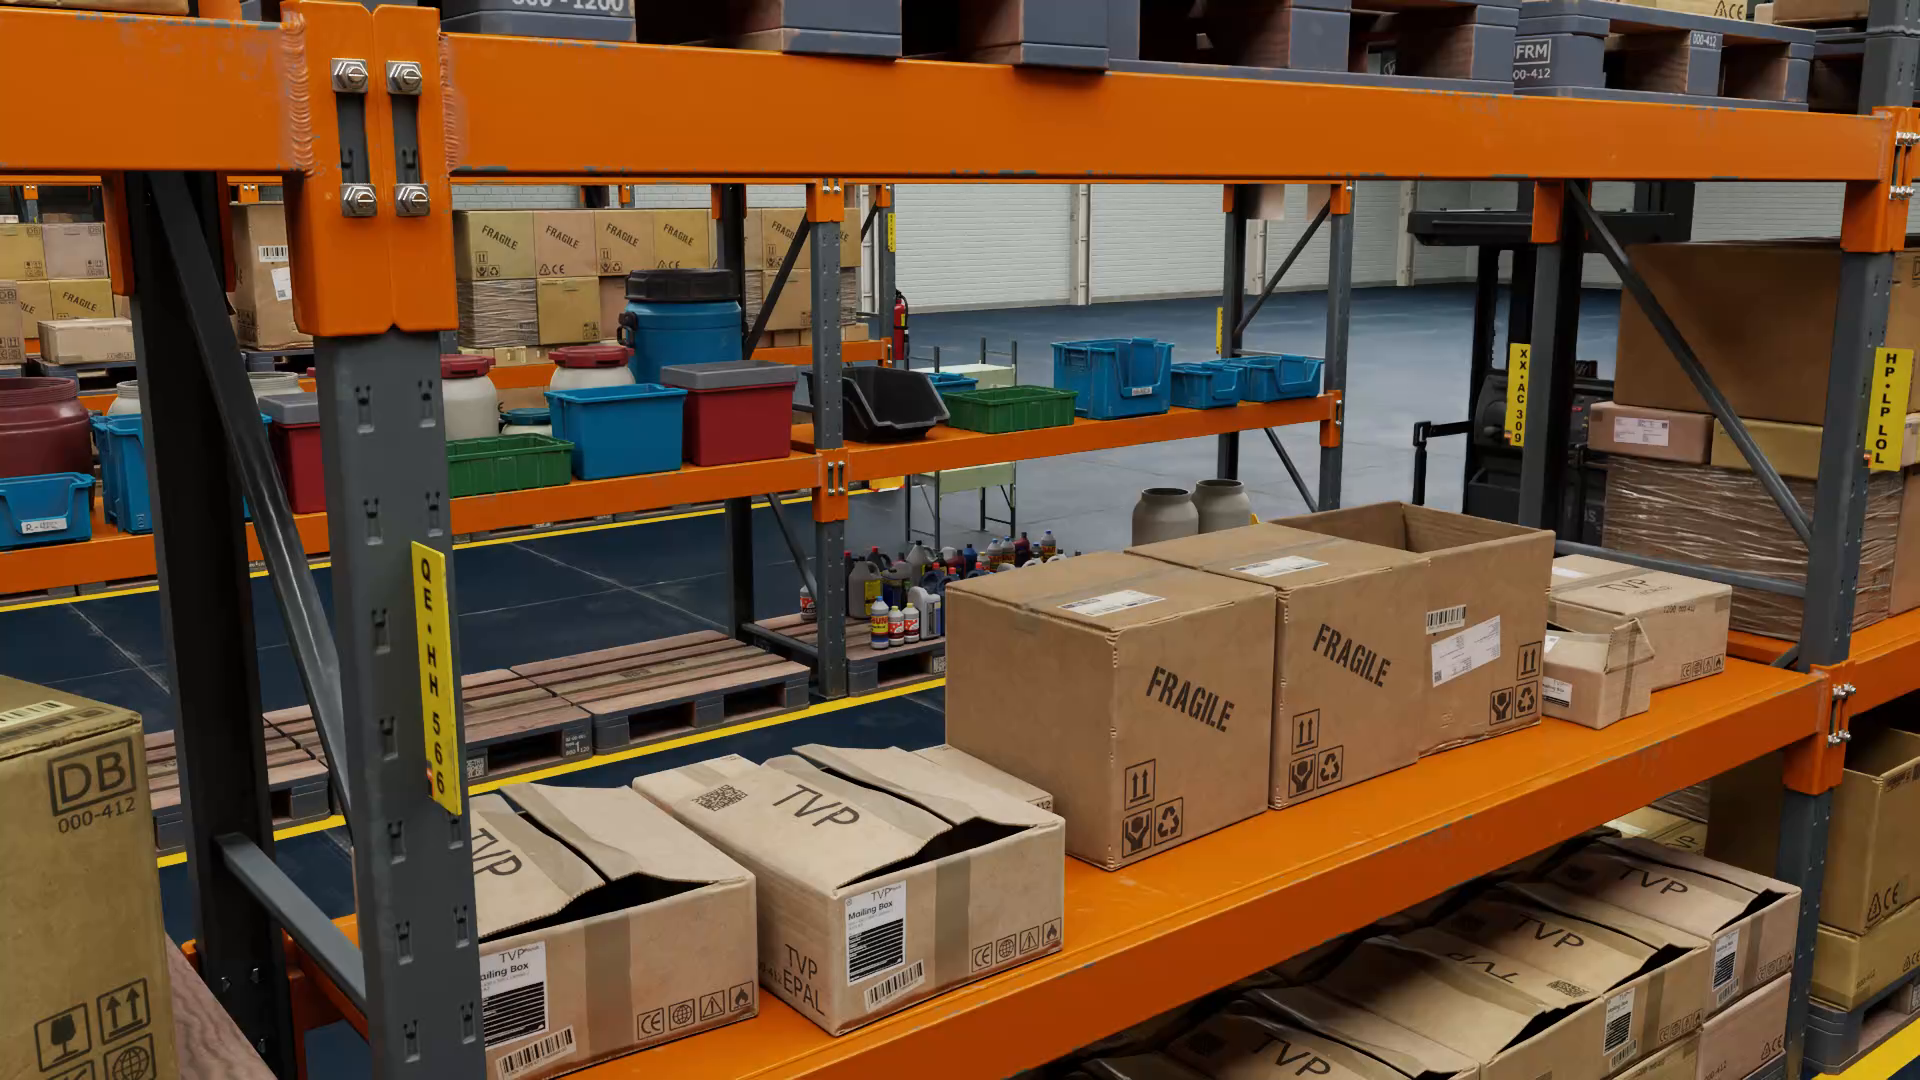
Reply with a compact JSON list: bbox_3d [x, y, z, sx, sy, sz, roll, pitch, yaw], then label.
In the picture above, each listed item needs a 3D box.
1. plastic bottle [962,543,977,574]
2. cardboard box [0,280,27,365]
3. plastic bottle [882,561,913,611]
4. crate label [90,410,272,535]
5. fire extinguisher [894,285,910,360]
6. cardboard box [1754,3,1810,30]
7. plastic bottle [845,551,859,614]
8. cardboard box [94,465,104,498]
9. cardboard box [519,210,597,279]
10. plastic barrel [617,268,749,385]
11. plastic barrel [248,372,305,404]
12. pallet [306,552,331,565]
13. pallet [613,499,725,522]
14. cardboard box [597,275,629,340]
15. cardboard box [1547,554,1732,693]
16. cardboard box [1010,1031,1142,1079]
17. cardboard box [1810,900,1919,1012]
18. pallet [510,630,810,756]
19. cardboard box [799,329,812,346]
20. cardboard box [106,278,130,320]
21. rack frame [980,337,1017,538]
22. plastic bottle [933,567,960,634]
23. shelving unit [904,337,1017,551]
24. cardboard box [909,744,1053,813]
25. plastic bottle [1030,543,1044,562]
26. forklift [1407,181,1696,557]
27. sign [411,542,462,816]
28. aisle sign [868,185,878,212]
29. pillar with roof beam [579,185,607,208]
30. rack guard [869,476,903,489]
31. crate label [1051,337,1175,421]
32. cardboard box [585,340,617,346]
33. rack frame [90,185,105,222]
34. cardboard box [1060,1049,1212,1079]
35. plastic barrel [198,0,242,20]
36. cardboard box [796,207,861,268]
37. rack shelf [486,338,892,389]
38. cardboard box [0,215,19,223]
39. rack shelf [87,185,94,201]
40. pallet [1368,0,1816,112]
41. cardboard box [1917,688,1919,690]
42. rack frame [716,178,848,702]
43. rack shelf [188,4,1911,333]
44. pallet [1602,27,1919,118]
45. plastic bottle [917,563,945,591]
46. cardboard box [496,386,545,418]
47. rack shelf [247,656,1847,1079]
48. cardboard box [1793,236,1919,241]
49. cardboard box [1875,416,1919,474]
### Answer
[{"bbox_3d":[0.058,0.155,10.187,0.097,0.271,0.097,0,12,0],"label":"plastic bottle"},{"bbox_3d":[-6.399,-1.418,10.832,0.500,0.500,0.700,-7,14,-29],"label":"cardboard box"},{"bbox_3d":[-0.366,0.269,9.640,0.135,0.276,0.152,-9,15,-38],"label":"plastic bottle"},{"bbox_3d":[-3.130,-0.297,6.722,0.616,0.435,0.502,-9,15,-38],"label":"crate label"},{"bbox_3d":[-0.545,-1.939,14.723,0.183,0.674,0.296,-9,15,-38],"label":"fire extinguisher"},{"bbox_3d":[2.911,-1.729,5.586,0.250,0.149,0.380,-9,15,-38],"label":"cardboard box"},{"bbox_3d":[-0.629,0.236,9.612,0.185,0.351,0.144,-10,16,-39],"label":"plastic bottle"},{"bbox_3d":[-5.795,-0.230,11.447,0.500,0.500,0.700,-8,14,-33],"label":"cardboard box"},{"bbox_3d":[-3.146,-2.283,12.795,0.500,0.500,0.500,-9,15,-38],"label":"cardboard box"},{"bbox_3d":[-1.442,-0.958,8.713,0.708,0.901,0.600,-9,15,-38],"label":"plastic barrel"},{"bbox_3d":[-3.076,-0.472,7.363,0.421,0.512,0.421,0,12,0],"label":"plastic barrel"},{"bbox_3d":[-4.653,-0.052,12.365,1.213,0.211,1.003,-9,15,-38],"label":"pallet"},{"bbox_3d":[-2.590,-0.405,14.029,1.213,0.211,1.003,-9,15,-38],"label":"pallet"},{"bbox_3d":[-2.916,-1.900,13.400,0.500,0.500,0.875,-9,15,-38],"label":"cardboard box"},{"bbox_3d":[1.783,0.234,4.665,0.500,0.250,0.500,-8,15,-34],"label":"cardboard box"},{"bbox_3d":[0.070,1.233,3.860,0.500,0.311,0.500,-10,15,-38],"label":"cardboard box"},{"bbox_3d":[2.692,1.219,5.277,0.500,0.250,0.500,-9,15,-38],"label":"cardboard box"},{"bbox_3d":[-1.540,0.758,8.549,1.213,0.211,1.003,-9,15,-38],"label":"pallet"},{"bbox_3d":[-1.374,-1.770,14.347,0.250,0.149,0.380,-9,15,-38],"label":"cardboard box"},{"bbox_3d":[-7.700,-2.207,15.561,0.500,0.500,0.500,-10,15,-38],"label":"cardboard box"},{"bbox_3d":[0.291,-0.782,12.701,0.023,1.500,0.400,-9,15,-38],"label":"rack frame"},{"bbox_3d":[-0.062,0.329,9.175,0.185,0.351,0.144,-9,15,-36],"label":"plastic bottle"},{"bbox_3d":[0.005,-0.735,12.477,0.755,1.500,0.431,-9,15,-38],"label":"shelving unit"},{"bbox_3d":[-0.023,0.557,3.388,0.250,0.149,0.380,-8,14,-34],"label":"cardboard box"},{"bbox_3d":[0.481,0.119,10.525,0.097,0.201,0.097,0,12,0],"label":"plastic bottle"},{"bbox_3d":[3.052,-0.703,8.885,3.031,2.935,1.130,-9,15,-36],"label":"forklift"},{"bbox_3d":[-0.637,0.168,2.018,0.005,0.325,0.100,-9,15,-38],"label":"sign"},{"bbox_3d":[-0.686,-3.267,14.536,0.004,0.787,0.394,-9,15,-38],"label":"aisle sign"},{"bbox_3d":[-3.949,-7.519,26.374,0.400,9.000,9.100,-9,15,-38],"label":"pillar with roof beam"},{"bbox_3d":[-0.981,-0.804,15.210,0.348,0.500,1.175,-9,15,-38],"label":"rack guard"},{"bbox_3d":[0.904,-0.968,9.879,0.616,0.435,0.502,-9,15,-38],"label":"crate label"},{"bbox_3d":[-2.898,-1.500,13.078,0.250,0.149,0.380,-9,15,-38],"label":"cardboard box"},{"bbox_3d":[-10.236,-3.125,20.122,0.127,3.000,1.000,-9,15,-38],"label":"rack frame"},{"bbox_3d":[0.414,1.319,3.456,0.500,0.311,0.500,-10,16,-39],"label":"cardboard box"},{"bbox_3d":[-2.787,-2.028,6.705,0.708,0.830,0.600,-9,15,-38],"label":"plastic barrel"},{"bbox_3d":[-1.197,-2.608,14.327,0.500,0.500,0.500,-9,15,-38],"label":"cardboard box"},{"bbox_3d":[-2.484,-1.425,13.849,4.000,0.370,1.077,-9,15,-38],"label":"rack shelf"},{"bbox_3d":[-10.986,-3.654,19.084,0.250,0.149,0.380,-10,16,-39],"label":"cardboard box"},{"bbox_3d":[-11.798,-3.980,18.663,4.000,0.370,1.077,-9,15,-38],"label":"rack shelf"},{"bbox_3d":[1.460,-1.167,4.143,1.217,0.209,0.805,-10,16,-40],"label":"pallet"},{"bbox_3d":[3.479,0.724,5.803,0.500,0.500,0.500,-9,15,-38],"label":"cardboard box"},{"bbox_3d":[-0.951,-0.714,8.769,0.127,3.000,1.000,-9,15,-38],"label":"rack frame"},{"bbox_3d":[0.578,-0.766,3.525,4.000,0.370,1.077,-9,15,-38],"label":"rack shelf"},{"bbox_3d":[2.790,-1.449,5.222,1.213,0.211,1.003,-9,15,-38],"label":"pallet"},{"bbox_3d":[-0.152,0.306,9.285,0.185,0.351,0.144,-9,15,-38],"label":"plastic bottle"},{"bbox_3d":[-5.116,-1.807,18.020,0.875,0.875,0.875,-10,15,-39],"label":"cardboard box"},{"bbox_3d":[0.578,0.701,3.836,4.000,0.370,1.077,-9,15,-38],"label":"rack shelf"},{"bbox_3d":[3.268,-0.783,5.730,0.500,0.500,0.700,-9,15,-38],"label":"cardboard box"},{"bbox_3d":[2.667,-0.312,5.076,0.250,0.149,0.380,-9,15,-37],"label":"cardboard box"}]
